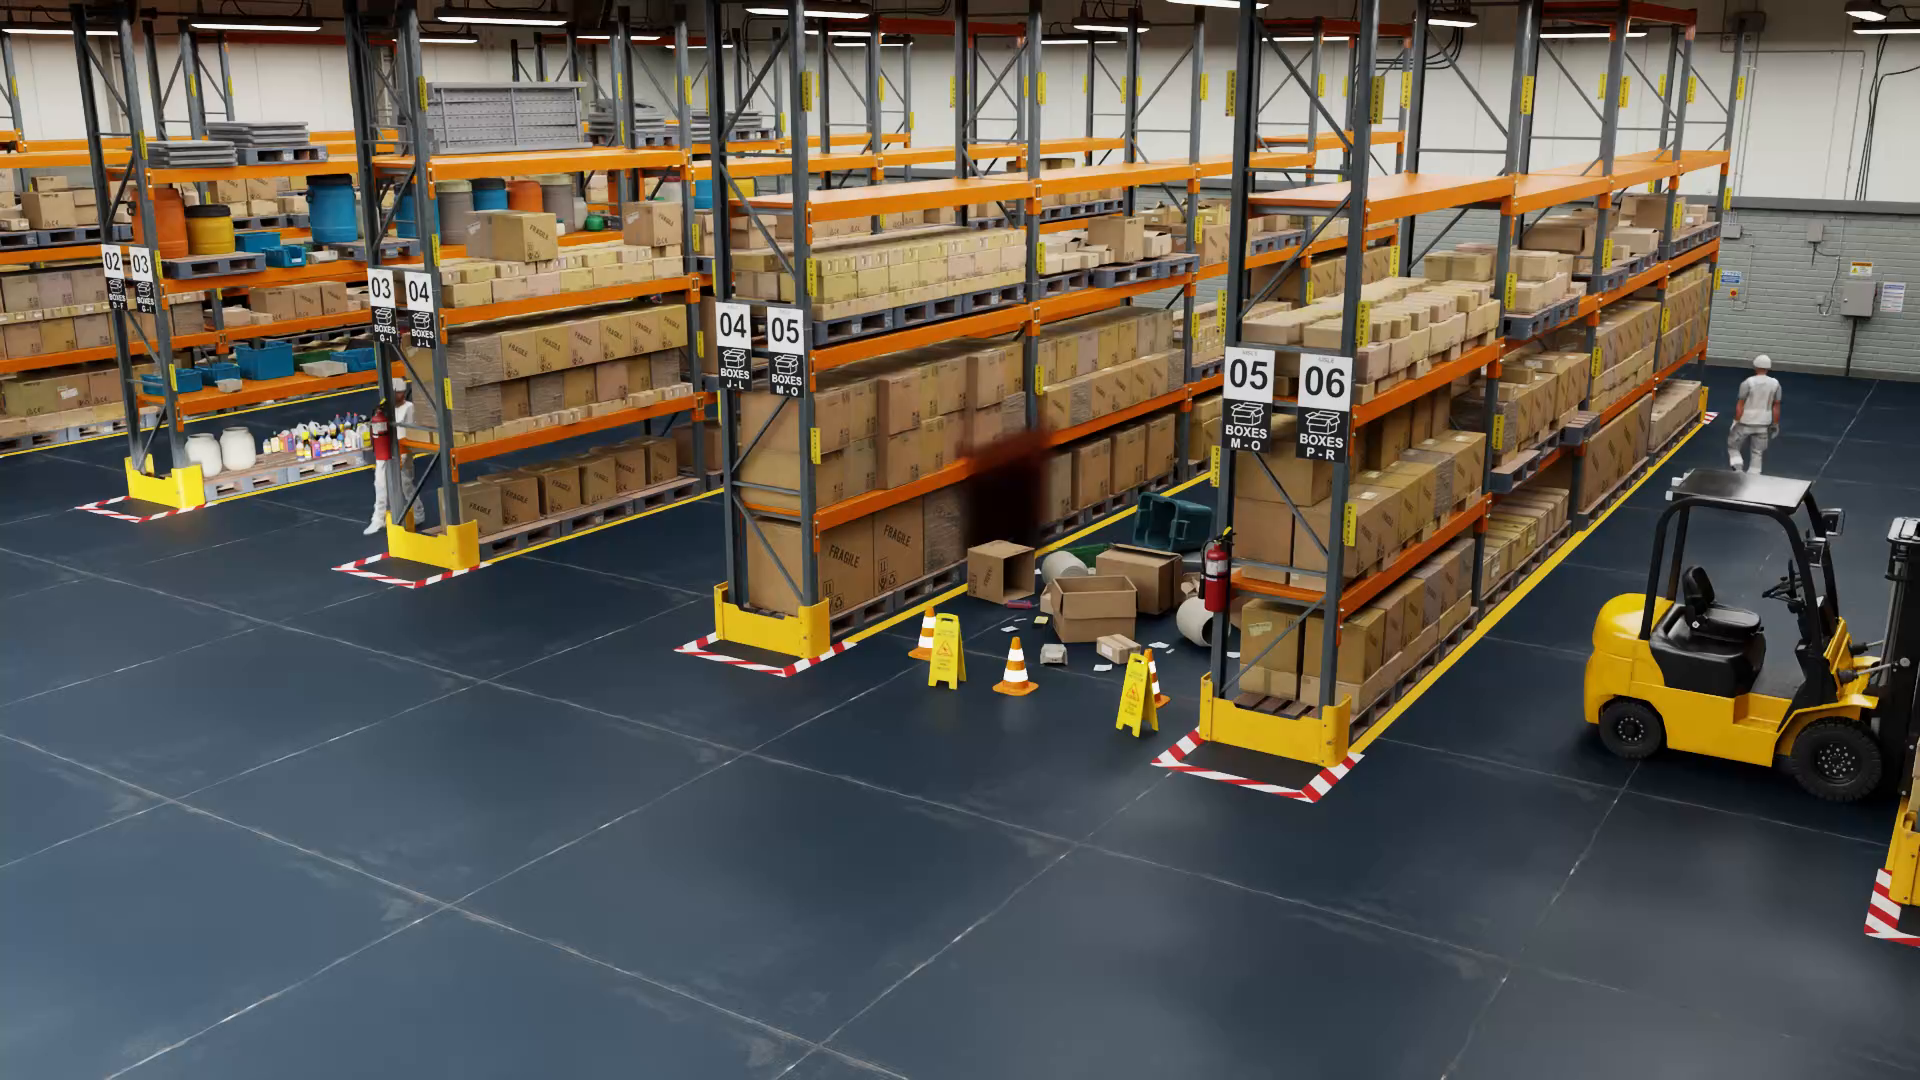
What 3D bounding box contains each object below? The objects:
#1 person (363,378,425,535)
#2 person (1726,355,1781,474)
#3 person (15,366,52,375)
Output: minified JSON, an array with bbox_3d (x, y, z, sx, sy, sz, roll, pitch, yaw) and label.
[{"bbox_3d":[-6.696,-0.988,19.491,0.587,1.786,0.730,7,17,25],"label":"person"},{"bbox_3d":[10.091,-1.455,21.115,0.602,1.791,0.467,2,16,6],"label":"person"},{"bbox_3d":[-14.424,-2.727,25.802,0.528,1.700,0.978,7,17,23],"label":"person"}]
